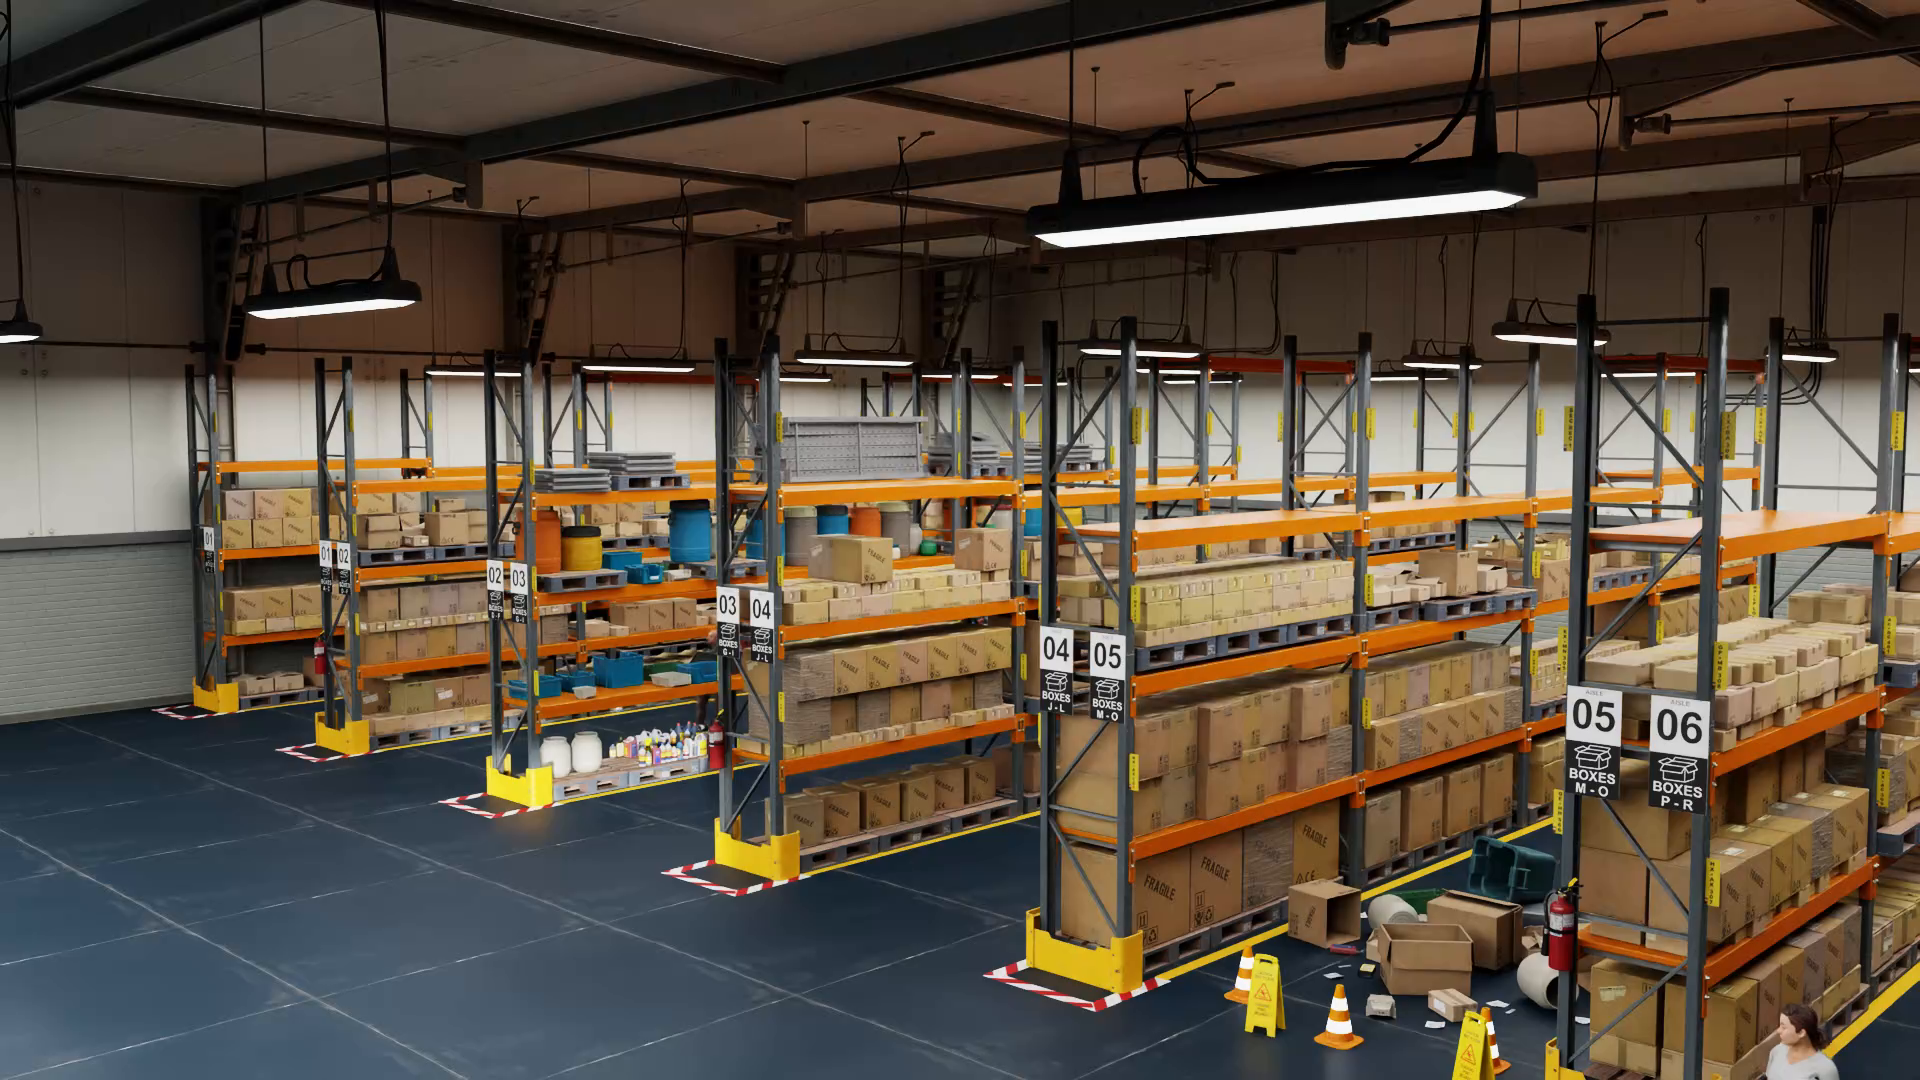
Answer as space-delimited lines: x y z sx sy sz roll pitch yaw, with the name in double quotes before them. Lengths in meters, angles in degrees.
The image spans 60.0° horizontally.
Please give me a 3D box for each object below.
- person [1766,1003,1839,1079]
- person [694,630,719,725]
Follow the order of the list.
"person" 4.879 3.581 9.795 0.650 1.672 0.557 -2 5 -19
"person" -3.956 2.298 26.414 0.558 1.747 0.748 3 5 33
